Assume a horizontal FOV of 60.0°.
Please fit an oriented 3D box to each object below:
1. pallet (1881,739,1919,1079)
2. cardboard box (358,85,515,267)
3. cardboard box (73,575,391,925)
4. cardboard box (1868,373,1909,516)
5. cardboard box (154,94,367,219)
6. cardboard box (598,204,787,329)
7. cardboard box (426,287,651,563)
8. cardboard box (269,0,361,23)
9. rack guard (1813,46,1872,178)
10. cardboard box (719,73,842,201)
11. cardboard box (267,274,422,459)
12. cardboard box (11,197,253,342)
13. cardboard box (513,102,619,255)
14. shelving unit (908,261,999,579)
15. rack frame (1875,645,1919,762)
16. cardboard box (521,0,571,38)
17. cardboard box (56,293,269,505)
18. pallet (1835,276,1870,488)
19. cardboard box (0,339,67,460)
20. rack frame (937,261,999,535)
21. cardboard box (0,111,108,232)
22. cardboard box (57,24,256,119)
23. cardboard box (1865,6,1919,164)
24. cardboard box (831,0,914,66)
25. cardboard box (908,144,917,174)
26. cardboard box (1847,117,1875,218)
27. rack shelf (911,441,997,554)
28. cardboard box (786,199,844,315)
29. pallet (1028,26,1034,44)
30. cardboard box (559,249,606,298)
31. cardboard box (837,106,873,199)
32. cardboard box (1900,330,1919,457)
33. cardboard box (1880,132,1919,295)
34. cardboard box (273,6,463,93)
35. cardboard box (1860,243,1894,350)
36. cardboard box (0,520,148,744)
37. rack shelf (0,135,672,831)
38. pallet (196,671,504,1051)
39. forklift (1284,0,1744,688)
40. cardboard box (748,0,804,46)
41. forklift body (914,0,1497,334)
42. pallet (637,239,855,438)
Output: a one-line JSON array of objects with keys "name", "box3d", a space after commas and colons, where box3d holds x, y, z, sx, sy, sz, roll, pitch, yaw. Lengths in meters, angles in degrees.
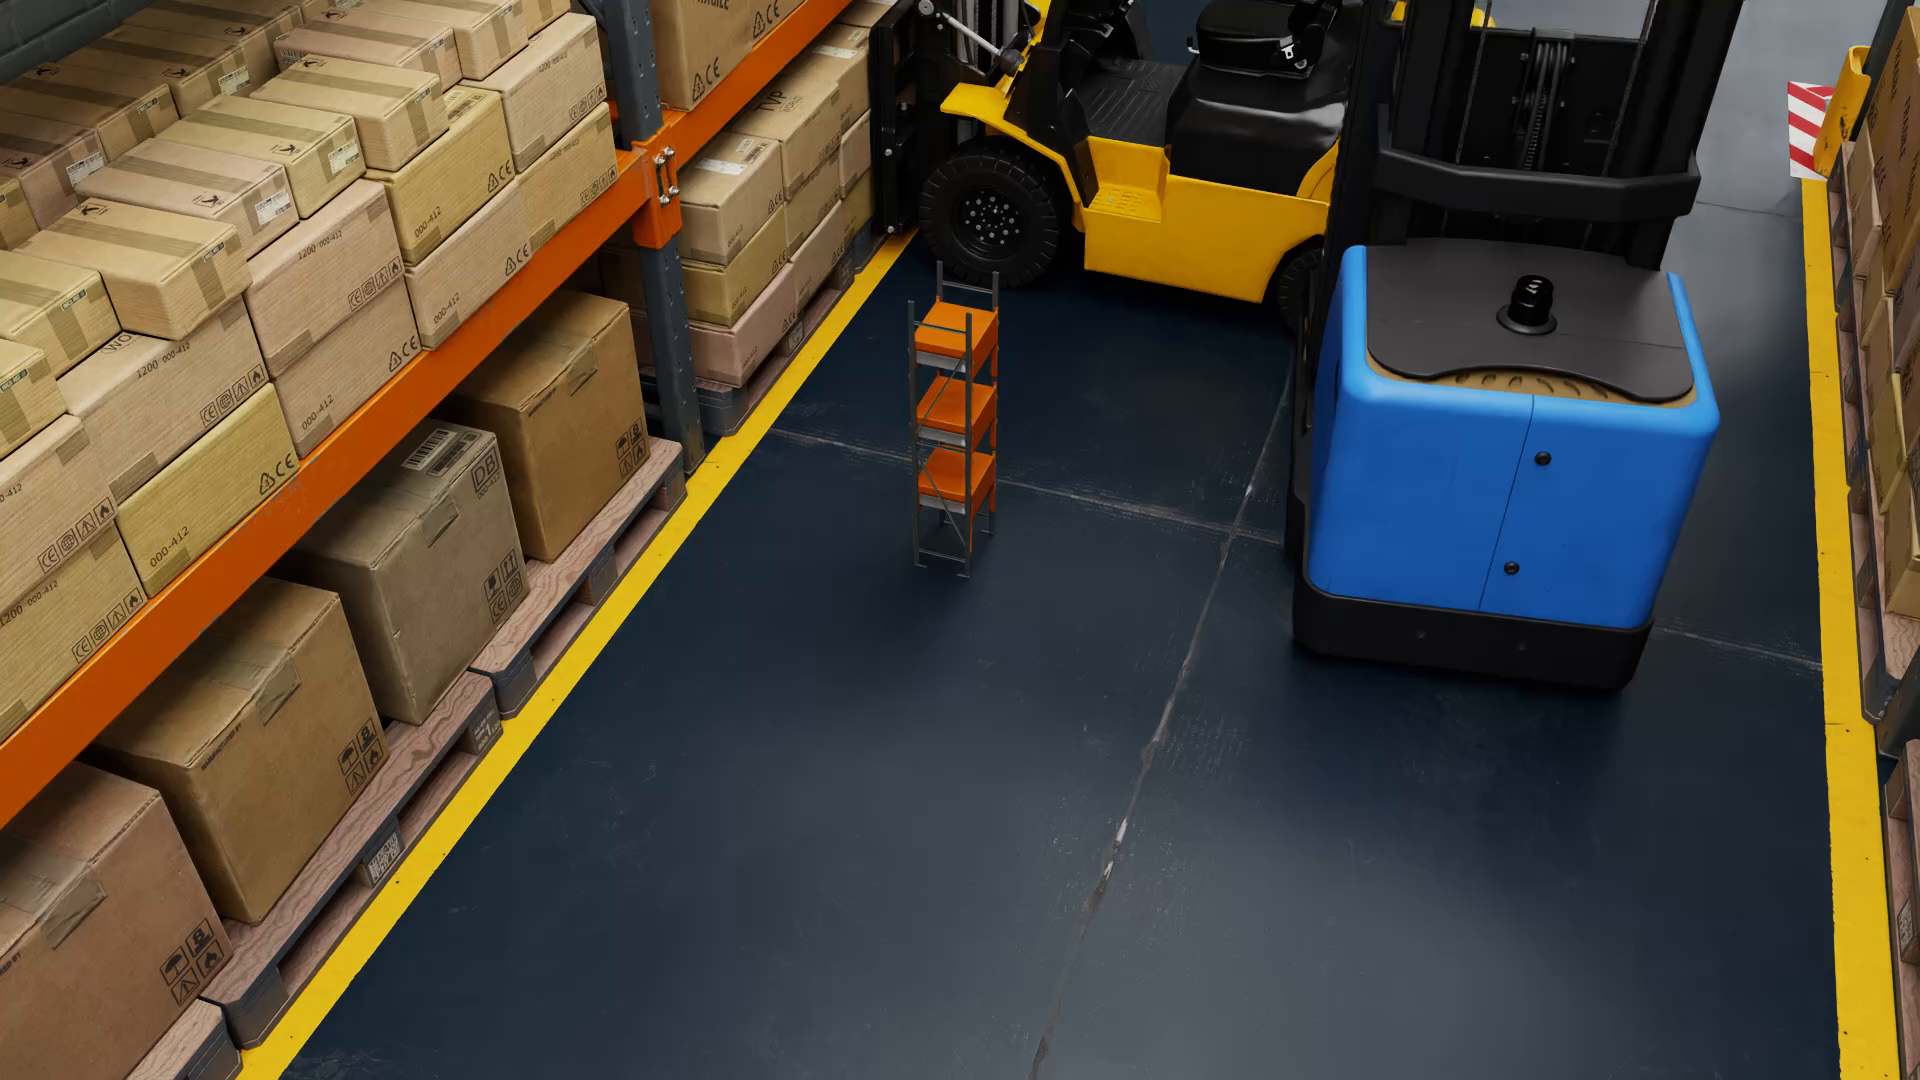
[{"name": "pallet", "box3d": [2.978, 1.118, 4.277, 1.003, 0.211, 1.213, 13, 42, 15]}, {"name": "cardboard box", "box3d": [-1.519, -0.979, 4.316, 0.500, 0.250, 0.500, 12, 42, 14]}, {"name": "cardboard box", "box3d": [-2.118, 0.478, 4.385, 0.875, 0.625, 0.625, 12, 42, 13]}, {"name": "cardboard box", "box3d": [3.365, -0.279, 5.561, 0.500, 0.250, 0.500, 12, 42, 14]}, {"name": "cardboard box", "box3d": [-1.649, -0.910, 3.928, 0.380, 0.149, 0.250, 12, 42, 14]}, {"name": "cardboard box", "box3d": [-0.967, -1.048, 6.077, 0.500, 0.250, 0.500, 13, 42, 15]}, {"name": "cardboard box", "box3d": [-1.590, -0.453, 5.476, 0.875, 0.625, 0.625, 15, 43, 17]}, {"name": "cardboard box", "box3d": [-1.885, -1.483, 4.601, 0.380, 0.149, 0.250, 12, 42, 14]}, {"name": "rack guard", "box3d": [4.585, -1.860, 7.545, 1.175, 0.500, 0.348, 13, 42, 15]}, {"name": "cardboard box", "box3d": [-0.778, -1.546, 6.276, 0.500, 0.250, 0.500, 13, 42, 15]}, {"name": "cardboard box", "box3d": [-1.714, -0.491, 4.130, 0.500, 0.250, 0.500, 14, 42, 15]}, {"name": "cardboard box", "box3d": [-1.758, -0.580, 3.541, 0.380, 0.149, 0.250, 12, 42, 14]}, {"name": "cardboard box", "box3d": [-1.349, -1.095, 4.838, 0.500, 0.250, 0.500, 14, 42, 16]}, {"name": "shelving unit", "box3d": [-0.018, -0.367, 5.371, 0.215, 1.050, 0.252, 13, 42, 15]}, {"name": "rack frame", "box3d": [3.243, -0.418, 3.929, 1.000, 3.000, 0.127, 13, 42, 15]}, {"name": "cardboard box", "box3d": [-1.331, -1.544, 4.672, 0.380, 0.149, 0.250, 15, 43, 17]}, {"name": "cardboard box", "box3d": [-1.890, -0.365, 3.597, 0.500, 0.250, 0.500, 14, 42, 16]}, {"name": "pallet", "box3d": [3.855, -0.521, 6.198, 1.003, 0.211, 1.213, 13, 42, 15]}, {"name": "cardboard box", "box3d": [-1.973, -0.281, 3.191, 0.380, 0.149, 0.250, 14, 42, 16]}, {"name": "rack frame", "box3d": [0.023, -0.441, 5.458, 0.200, 1.050, 0.008, 13, 42, 15]}, {"name": "cardboard box", "box3d": [-2.230, -0.869, 3.881, 0.380, 0.149, 0.250, 13, 42, 15]}, {"name": "cardboard box", "box3d": [-2.039, -1.171, 4.234, 0.380, 0.149, 0.250, 13, 42, 15]}, {"name": "cardboard box", "box3d": [4.068, -1.811, 6.779, 0.500, 0.500, 0.500, 12, 42, 14]}, {"name": "cardboard box", "box3d": [-0.432, -2.171, 7.008, 0.500, 0.250, 0.500, 12, 42, 14]}, {"name": "cardboard box", "box3d": [-0.434, -1.788, 7.329, 0.500, 0.250, 0.500, 15, 43, 16]}, {"name": "cardboard box", "box3d": [4.075, -1.541, 7.040, 0.500, 0.250, 0.500, 13, 42, 15]}, {"name": "rack shelf", "box3d": [-0.018, -0.147, 5.558, 0.215, 0.259, 0.240, 13, 42, 15]}, {"name": "cardboard box", "box3d": [-0.787, -1.166, 6.600, 0.500, 0.250, 0.500, 12, 42, 14]}, {"name": "pallet", "box3d": [-0.277, -2.420, 8.424, 1.003, 0.211, 1.213, 13, 42, 15]}, {"name": "cardboard box", "box3d": [-1.449, -1.163, 6.212, 0.500, 0.250, 0.500, 12, 42, 14]}, {"name": "cardboard box", "box3d": [-0.614, -1.659, 6.793, 0.500, 0.250, 0.500, 13, 42, 15]}, {"name": "cardboard box", "box3d": [3.366, -0.548, 5.298, 0.500, 0.500, 0.500, 14, 42, 16]}, {"name": "cardboard box", "box3d": [3.714, -1.187, 6.048, 0.500, 0.500, 0.500, 14, 42, 16]}, {"name": "cardboard box", "box3d": [-1.535, -1.245, 4.322, 0.380, 0.149, 0.250, 13, 42, 15]}, {"name": "cardboard box", "box3d": [3.719, -0.895, 6.283, 0.500, 0.250, 0.500, 16, 43, 18]}, {"name": "cardboard box", "box3d": [-2.063, 0.142, 3.388, 0.500, 0.250, 0.500, 12, 42, 14]}, {"name": "rack shelf", "box3d": [-2.107, -0.024, 4.021, 1.077, 0.370, 4.000, 13, 42, 15]}, {"name": "pallet", "box3d": [-2.053, 0.748, 4.710, 1.003, 0.211, 1.213, 13, 42, 15]}, {"name": "forklift", "box3d": [1.830, -1.621, 5.391, 1.130, 2.935, 3.031, 7, 41, 8]}, {"name": "cardboard box", "box3d": [-0.863, -2.089, 5.811, 0.500, 0.500, 0.500, 14, 42, 16]}, {"name": "forklift body", "box3d": [1.011, -2.072, 6.522, 2.313, 2.155, 1.214, 13, 42, 15]}, {"name": "pallet", "box3d": [-1.111, -0.932, 6.680, 1.003, 0.211, 1.213, 13, 42, 15]}]
